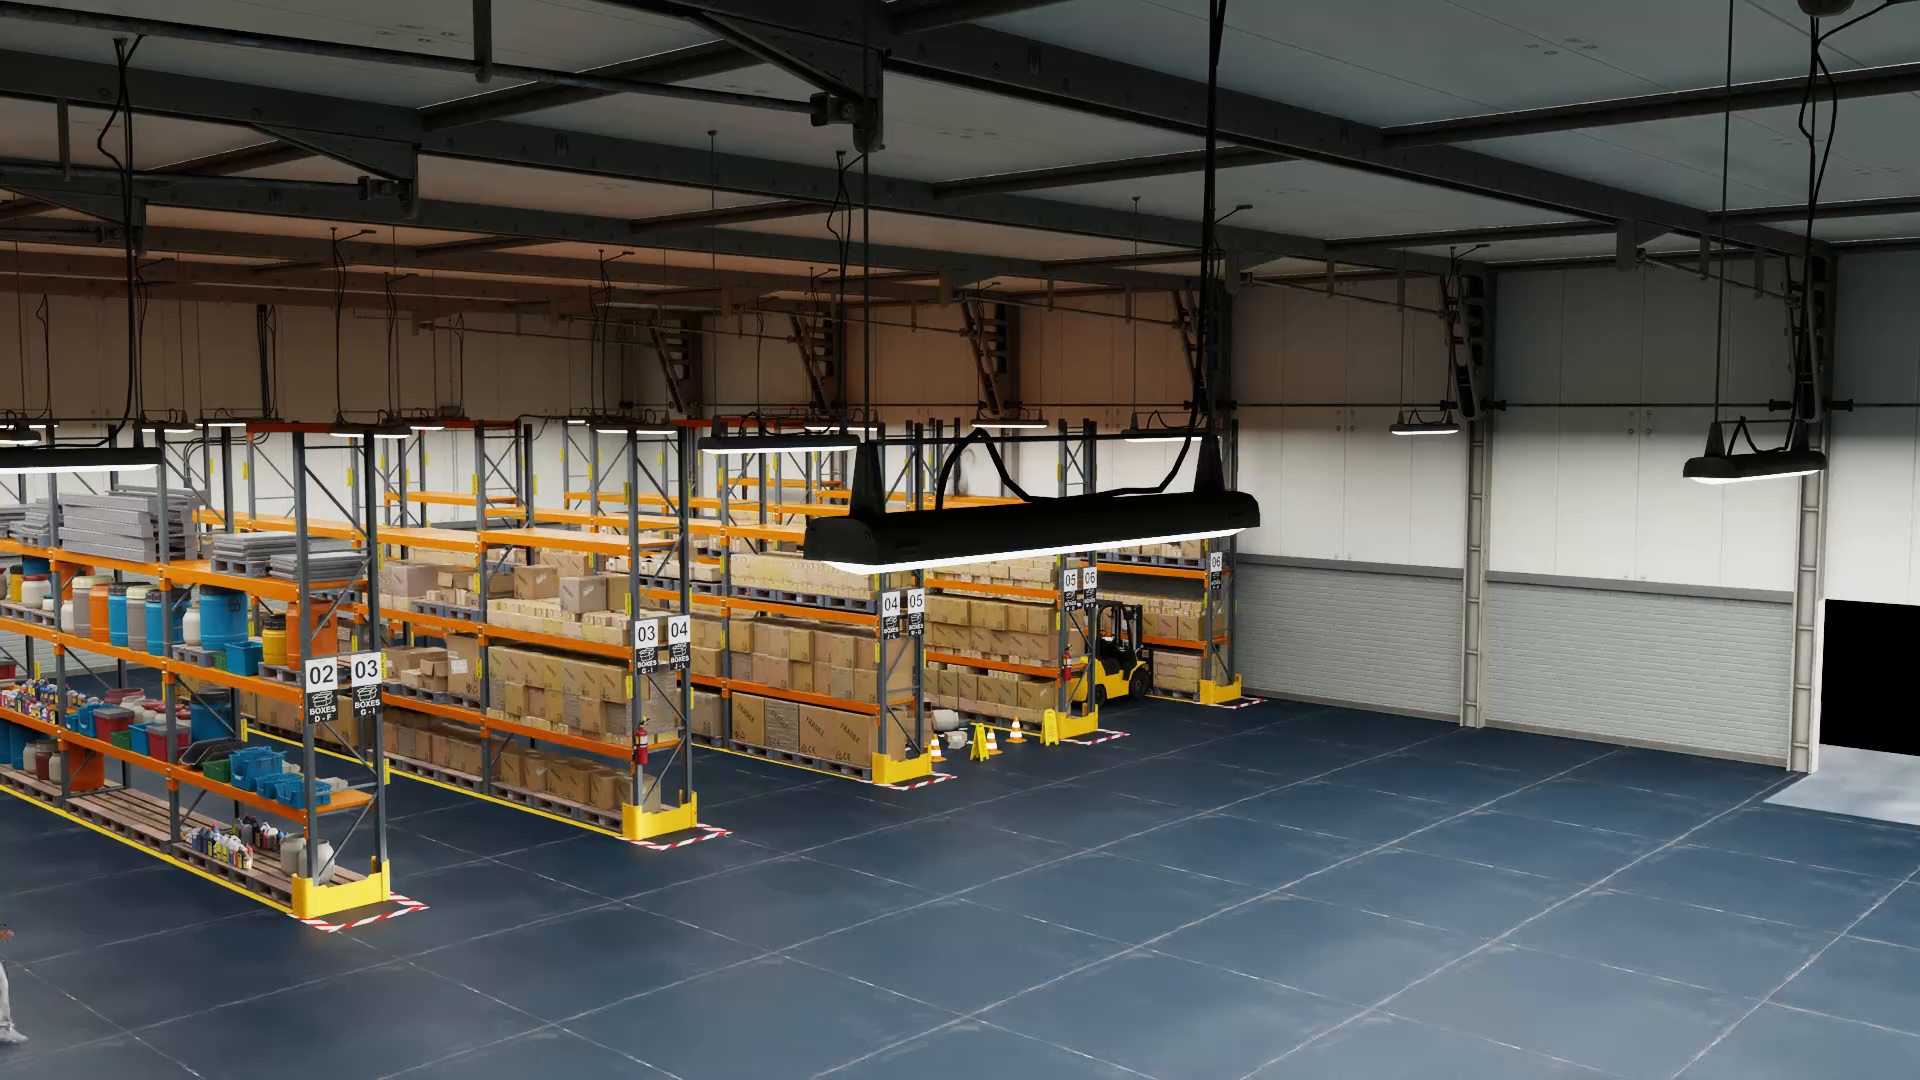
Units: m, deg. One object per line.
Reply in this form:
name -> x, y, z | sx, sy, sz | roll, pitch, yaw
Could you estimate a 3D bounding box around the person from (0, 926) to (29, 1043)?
person -> -9.662, 4.112, 16.332 | 0.826, 1.819, 0.723 | -1, 5, -13
